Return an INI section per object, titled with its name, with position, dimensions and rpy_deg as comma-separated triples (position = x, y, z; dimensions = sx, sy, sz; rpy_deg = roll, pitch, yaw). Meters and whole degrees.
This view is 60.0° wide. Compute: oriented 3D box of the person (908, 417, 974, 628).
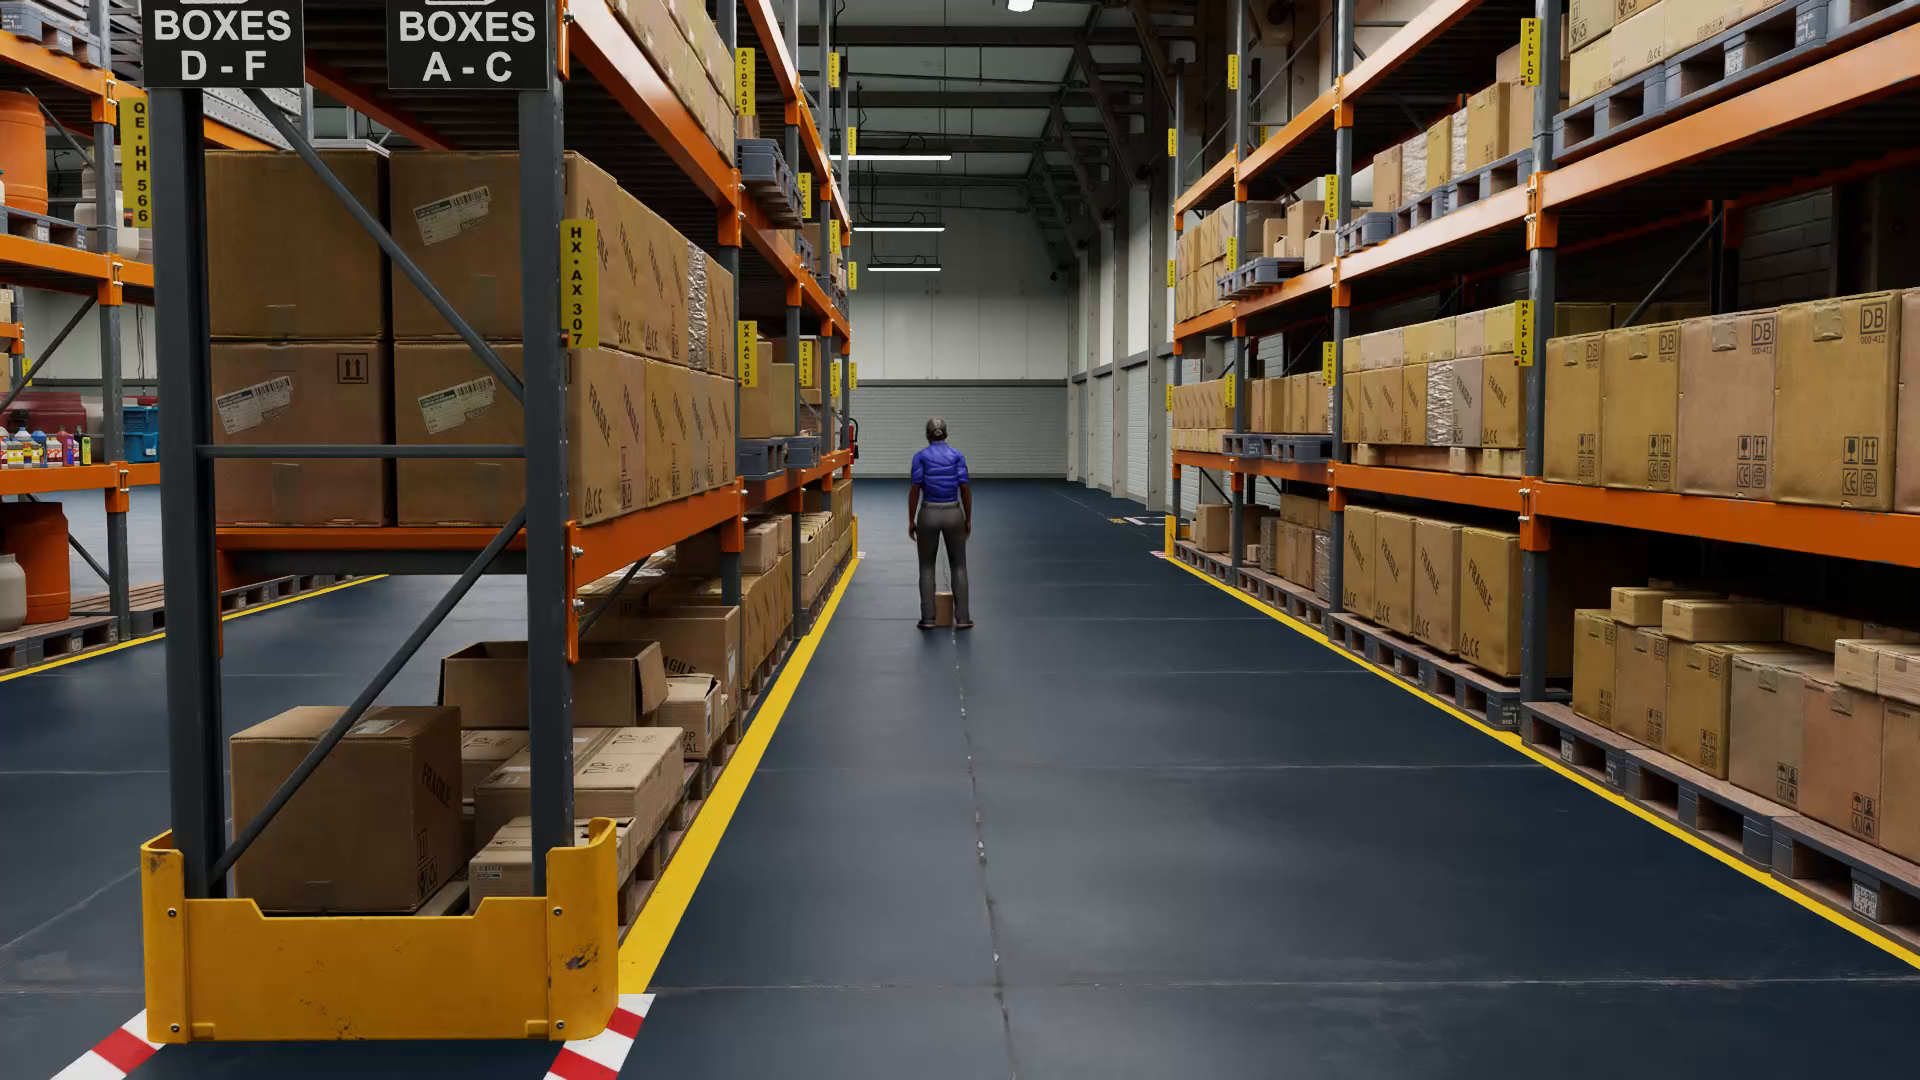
[person]
position = -0.143, -0.135, 13.038
dimensions = 0.531, 1.653, 0.352
rpy_deg = 0, 4, -6
